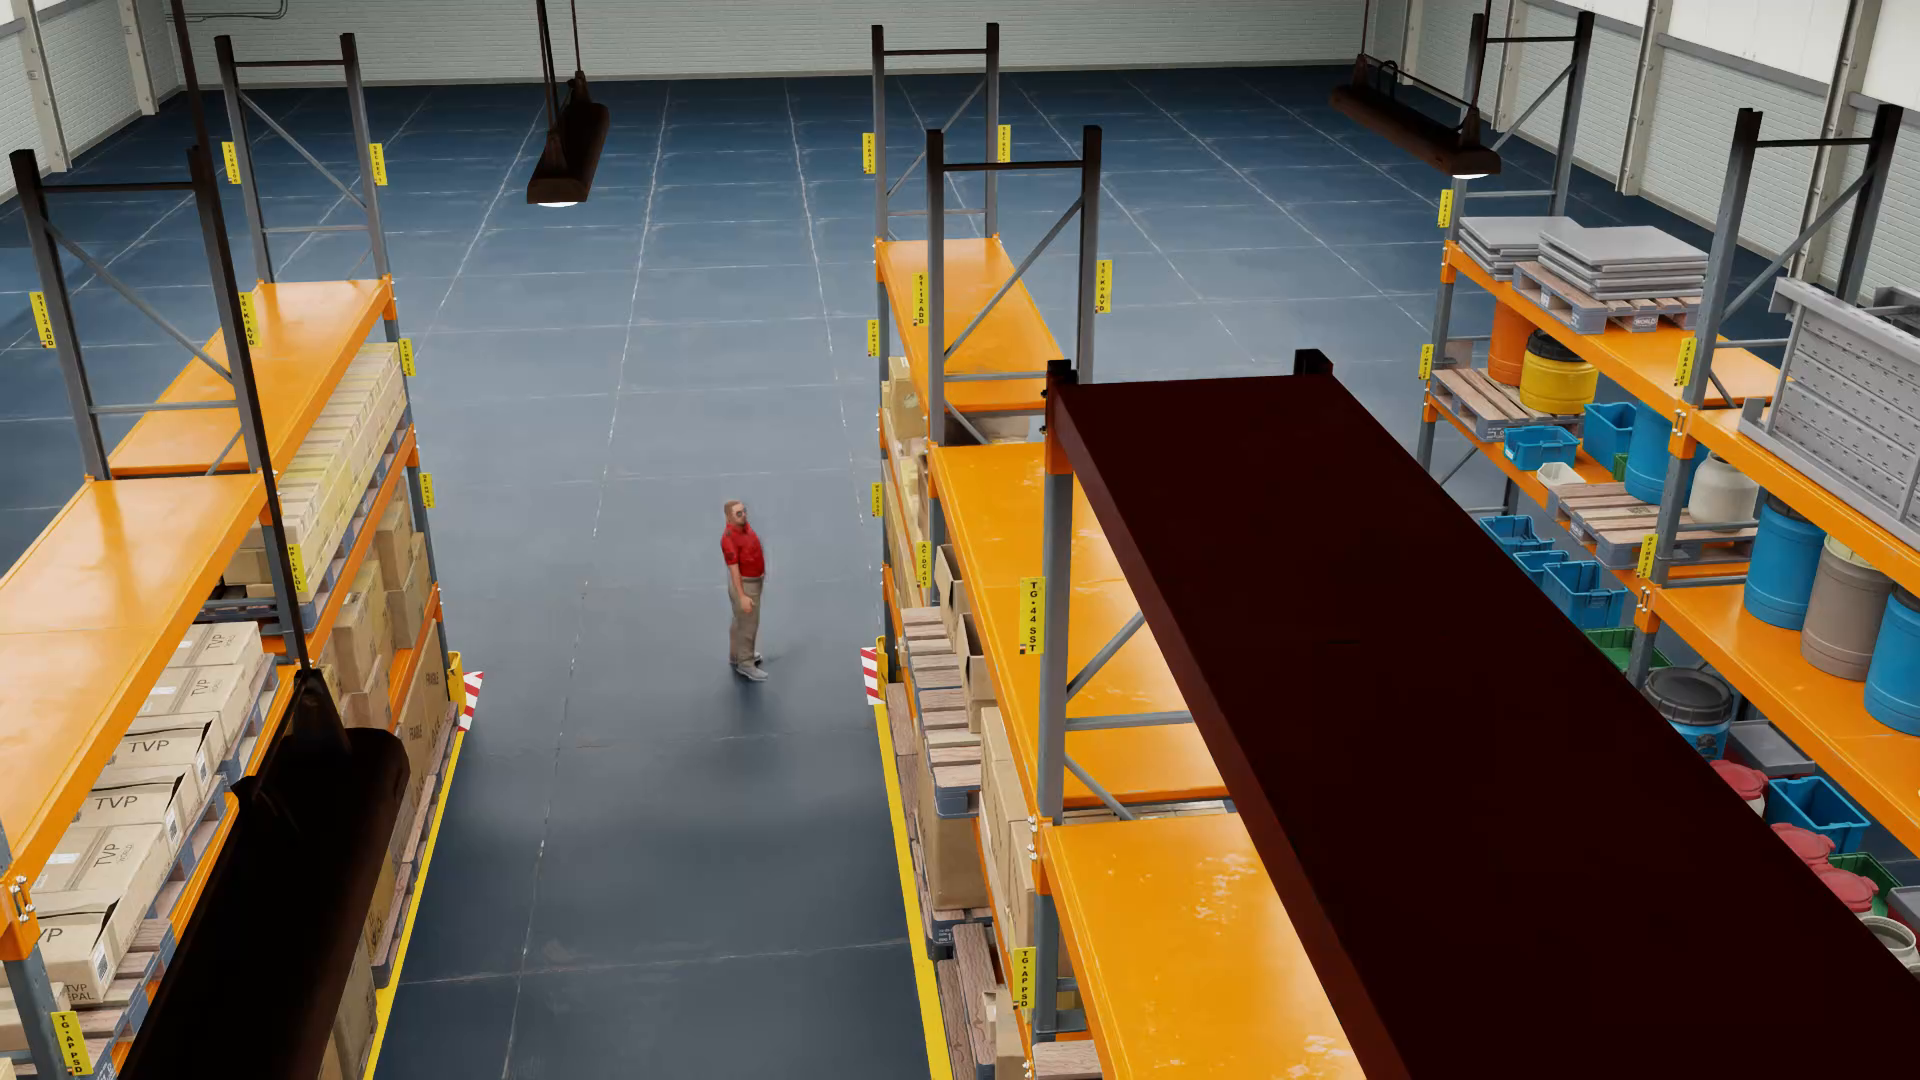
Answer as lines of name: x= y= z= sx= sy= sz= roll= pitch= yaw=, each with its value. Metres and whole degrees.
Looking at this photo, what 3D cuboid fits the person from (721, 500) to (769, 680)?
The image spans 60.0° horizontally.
person: x=-2.009 y=0.496 z=15.587 sx=0.406 sy=1.670 sz=0.671 roll=-4 pitch=26 yaw=-9
